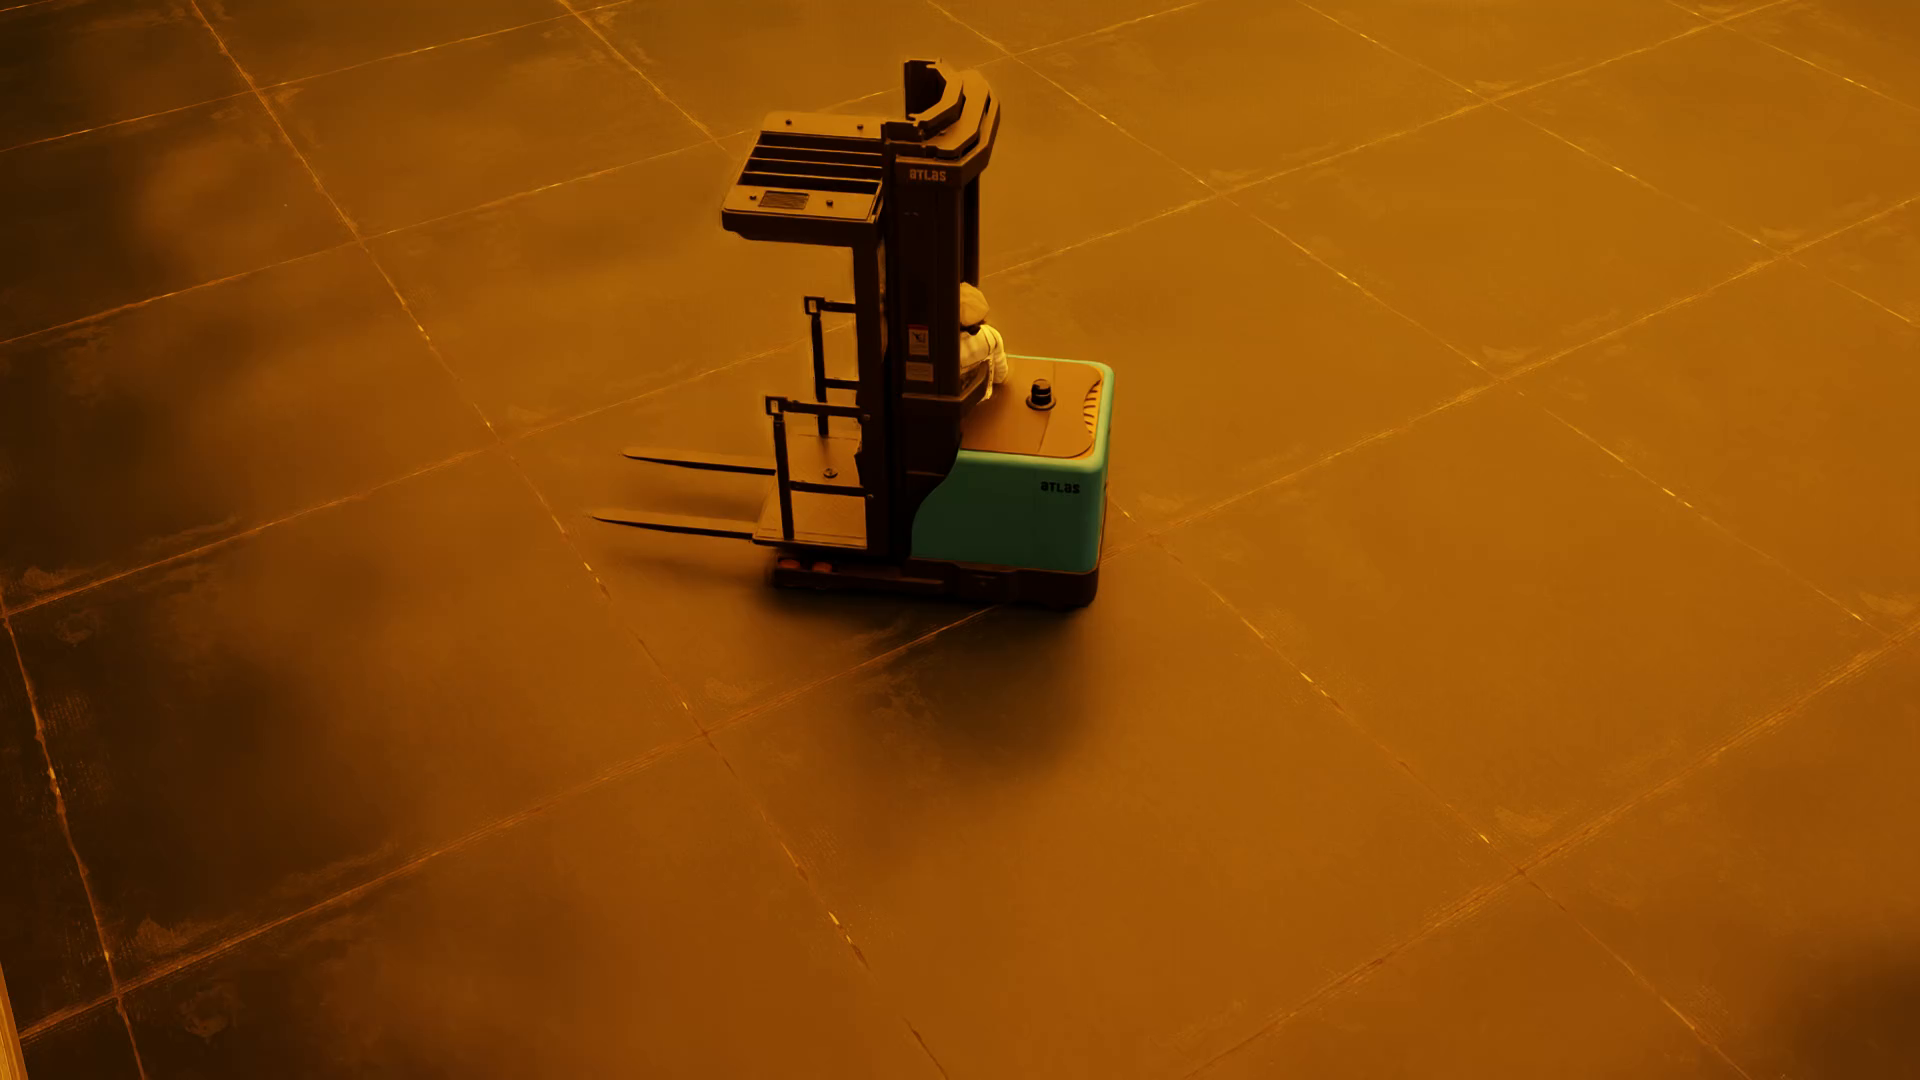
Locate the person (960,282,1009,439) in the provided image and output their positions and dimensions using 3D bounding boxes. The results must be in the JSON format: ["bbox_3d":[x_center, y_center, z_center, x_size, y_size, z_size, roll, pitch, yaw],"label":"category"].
[{"bbox_3d":[-0.027,-0.788,9.487,0.590,1.676,0.549,-23,46,-24],"label":"person"}]

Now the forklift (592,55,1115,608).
[{"bbox_3d":[-0.652,-1.149,9.186,3.031,2.935,1.130,5,41,6],"label":"forklift"}]
